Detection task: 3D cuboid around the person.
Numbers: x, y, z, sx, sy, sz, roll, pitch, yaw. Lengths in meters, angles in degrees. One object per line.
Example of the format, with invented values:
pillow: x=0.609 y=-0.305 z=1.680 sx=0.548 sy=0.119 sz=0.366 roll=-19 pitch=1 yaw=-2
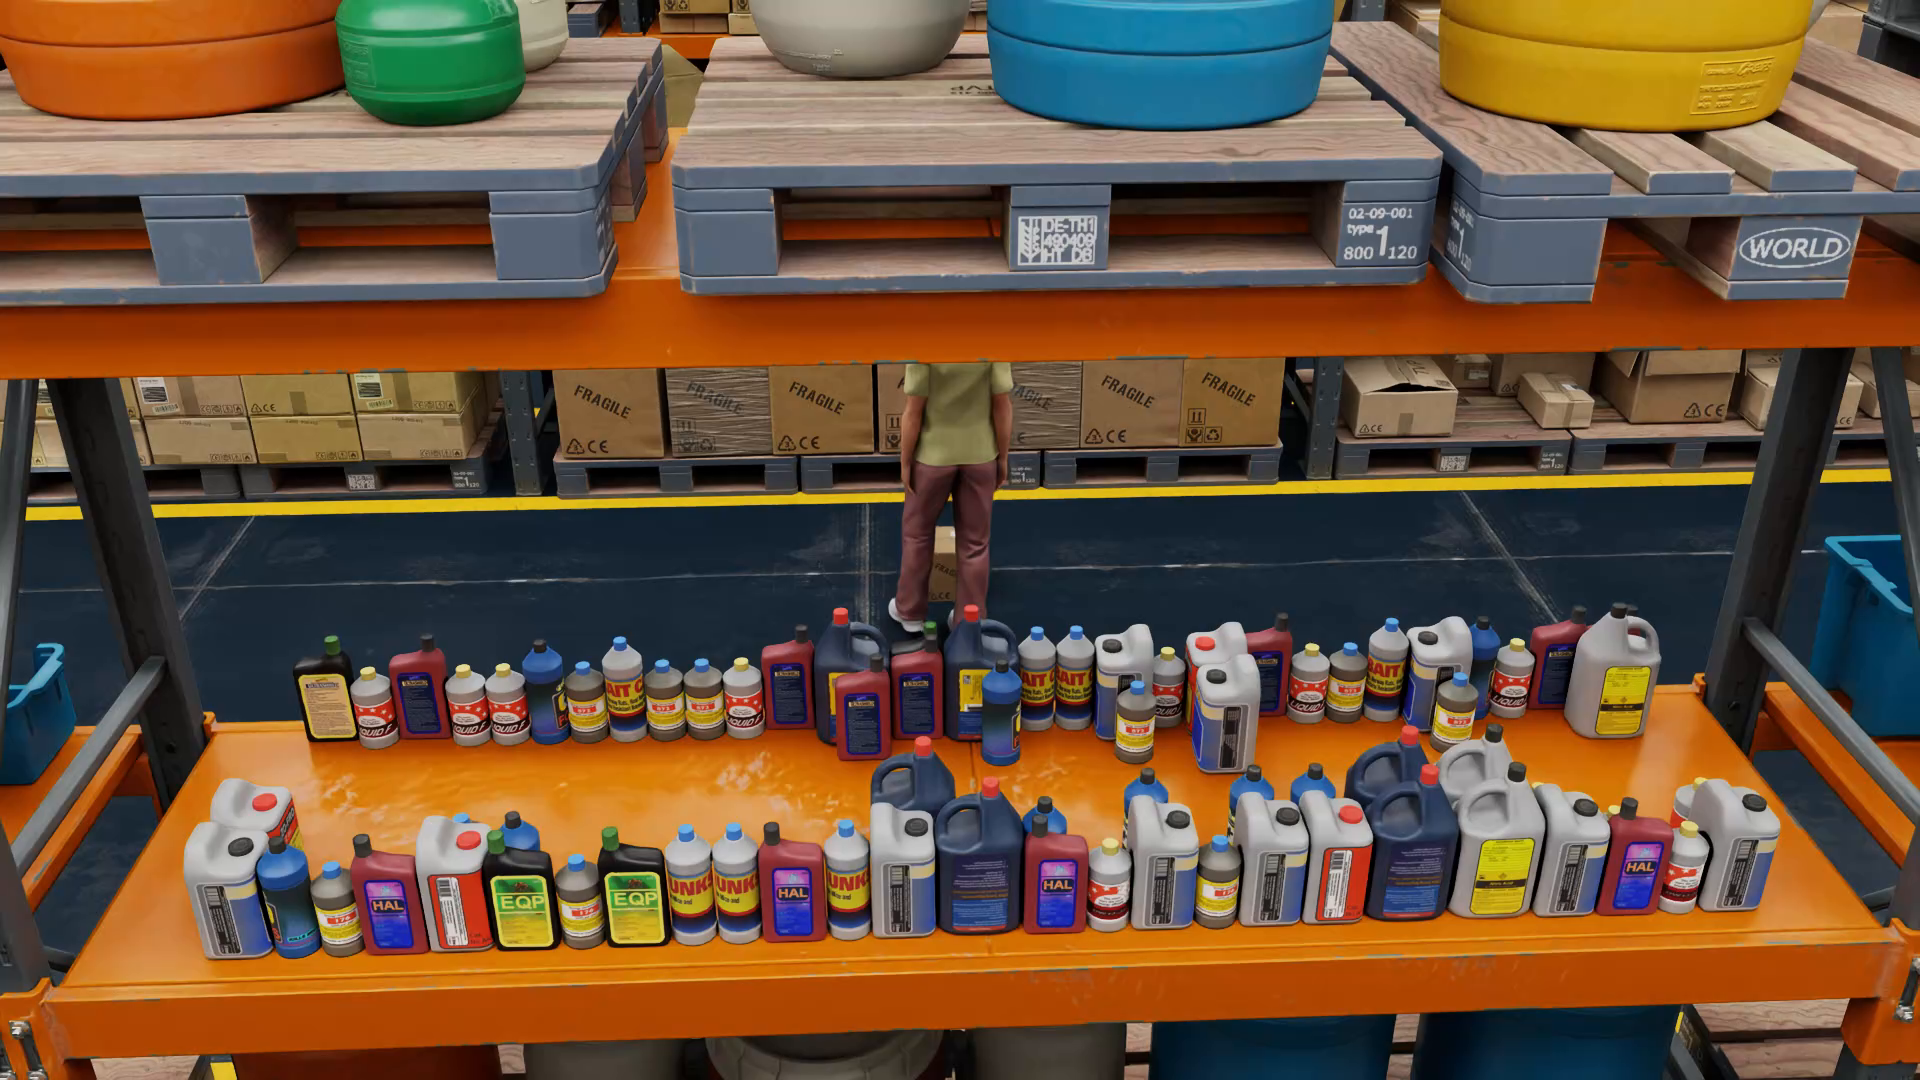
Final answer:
person: x=-0.047 y=-0.352 z=6.775 sx=0.471 sy=1.677 sz=0.528 roll=-5 pitch=28 yaw=-9
